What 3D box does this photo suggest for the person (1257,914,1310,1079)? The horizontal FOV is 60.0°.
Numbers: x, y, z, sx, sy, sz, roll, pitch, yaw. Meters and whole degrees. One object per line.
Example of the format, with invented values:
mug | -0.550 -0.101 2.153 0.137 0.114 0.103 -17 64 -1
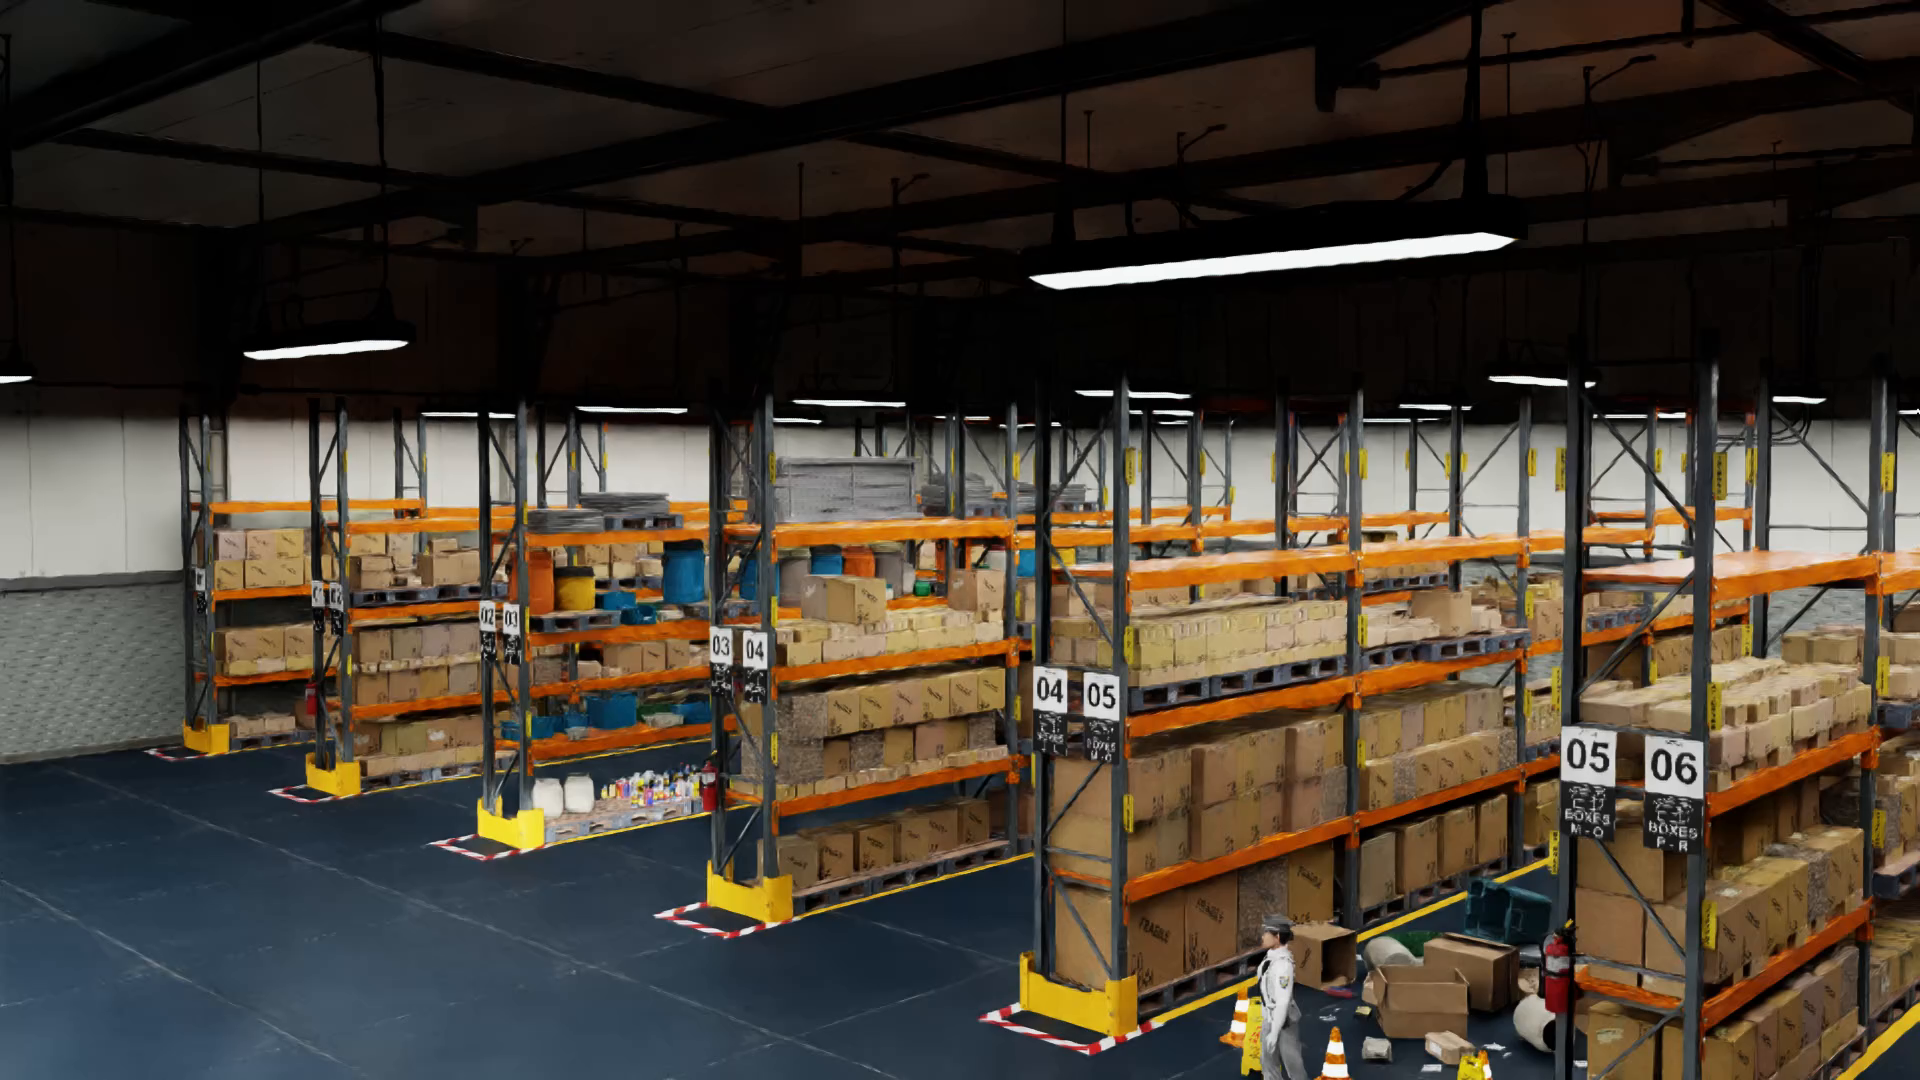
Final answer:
person | 2.481 3.678 12.562 0.539 1.660 0.633 0 3 0
